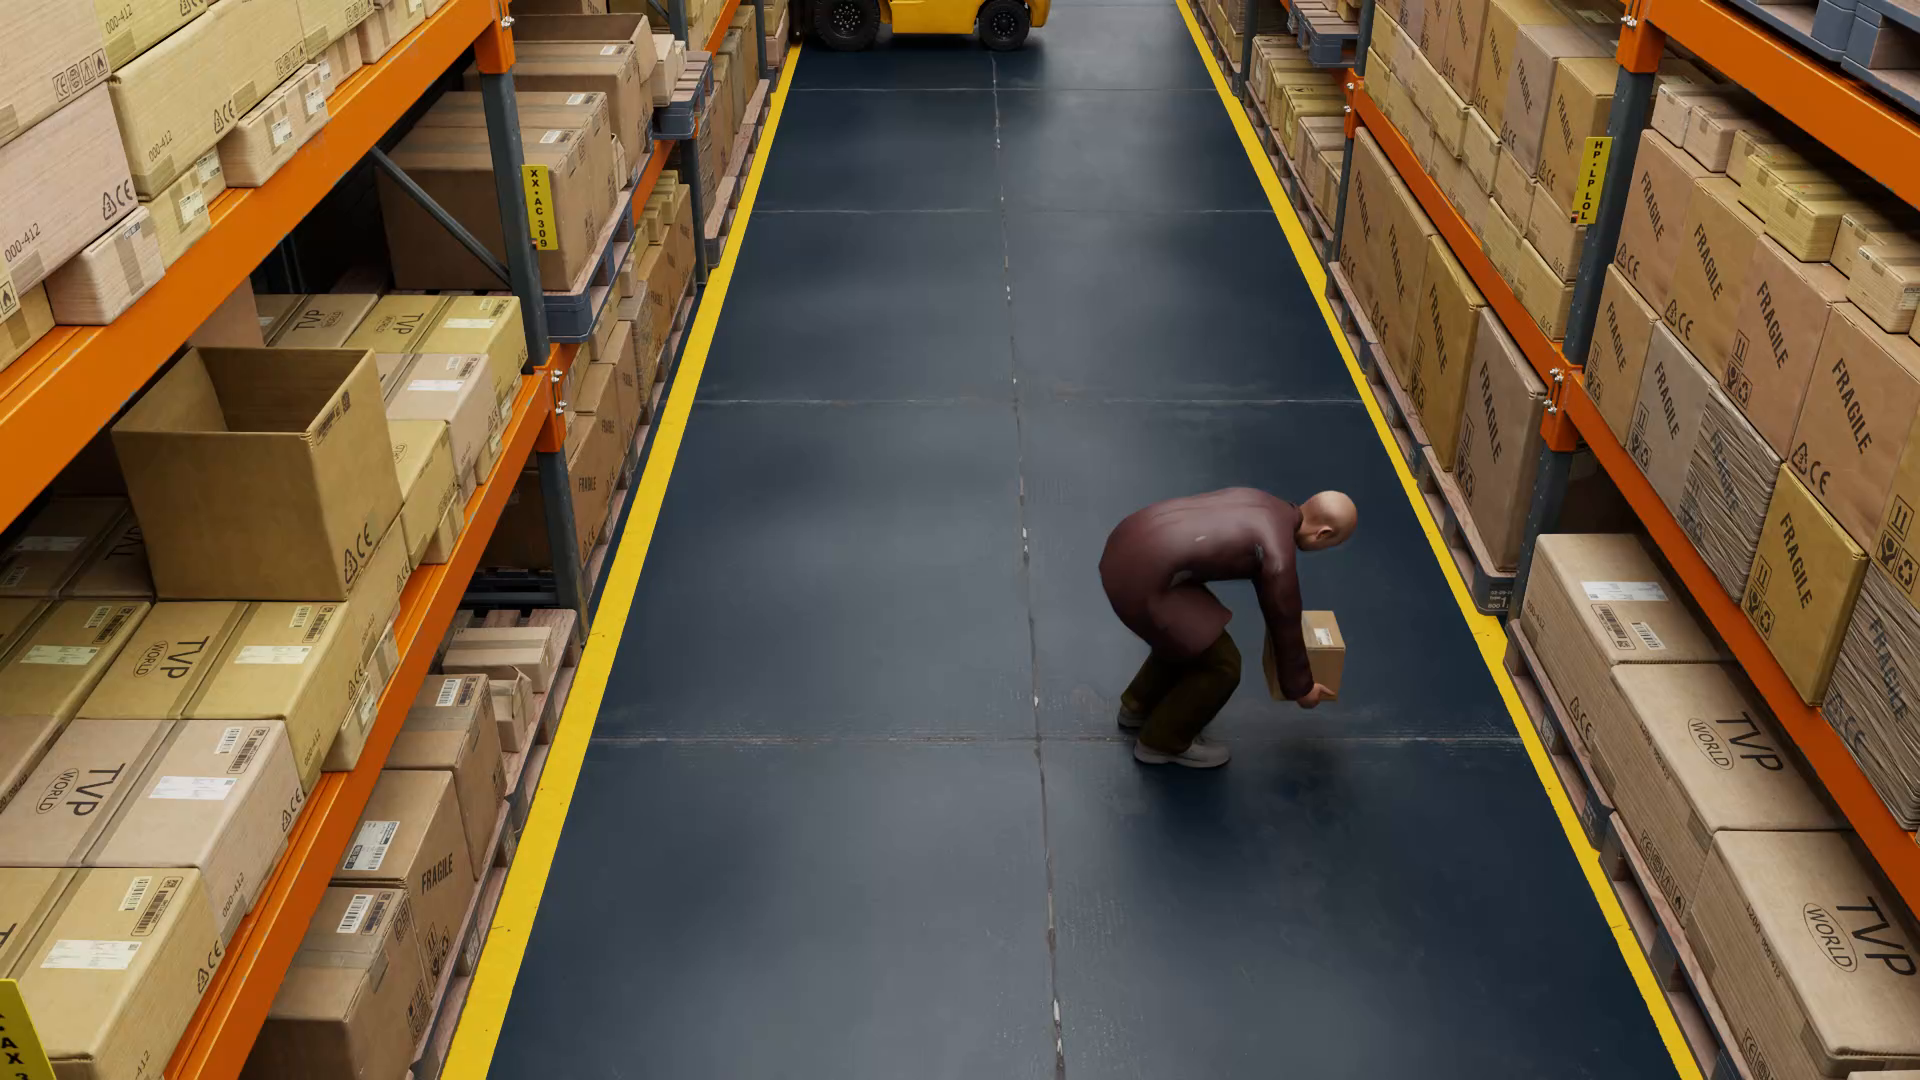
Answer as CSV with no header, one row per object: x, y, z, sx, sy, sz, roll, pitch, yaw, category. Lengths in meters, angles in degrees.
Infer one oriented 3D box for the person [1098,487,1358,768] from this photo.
0.985,0.322,6.283,0.941,1.085,0.585,-2,31,-3,person
